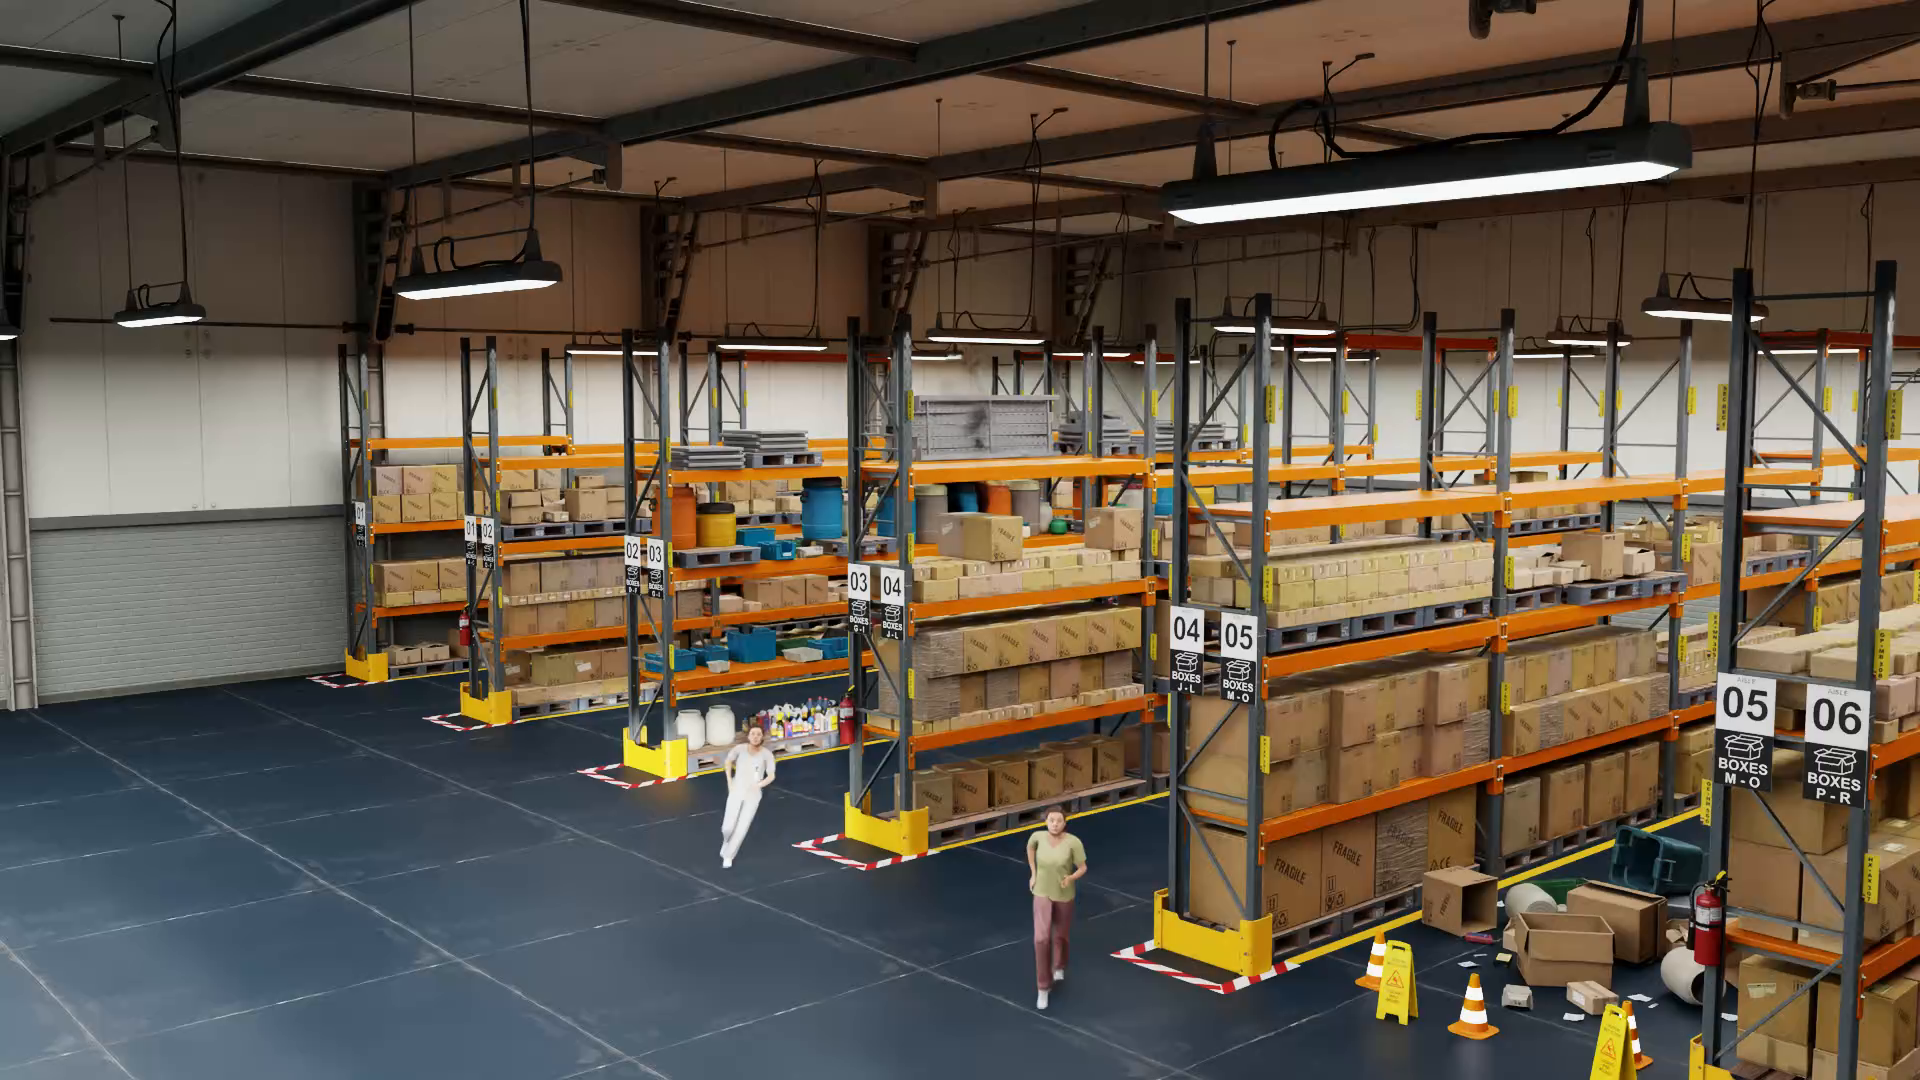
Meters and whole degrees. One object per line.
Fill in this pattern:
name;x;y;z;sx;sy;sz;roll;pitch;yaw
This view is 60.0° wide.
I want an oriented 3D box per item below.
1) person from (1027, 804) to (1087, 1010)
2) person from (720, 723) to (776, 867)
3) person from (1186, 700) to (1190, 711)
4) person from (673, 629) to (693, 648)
person;0.826;3.074;14.210;0.515;1.707;0.826;0;5;3
person;-2.311;2.756;18.009;0.634;1.583;0.551;0;5;0
person;3.446;2.146;25.086;0.536;1.548;0.567;5;7;41
person;-5.137;1.578;30.543;0.652;1.718;0.653;3;6;34
